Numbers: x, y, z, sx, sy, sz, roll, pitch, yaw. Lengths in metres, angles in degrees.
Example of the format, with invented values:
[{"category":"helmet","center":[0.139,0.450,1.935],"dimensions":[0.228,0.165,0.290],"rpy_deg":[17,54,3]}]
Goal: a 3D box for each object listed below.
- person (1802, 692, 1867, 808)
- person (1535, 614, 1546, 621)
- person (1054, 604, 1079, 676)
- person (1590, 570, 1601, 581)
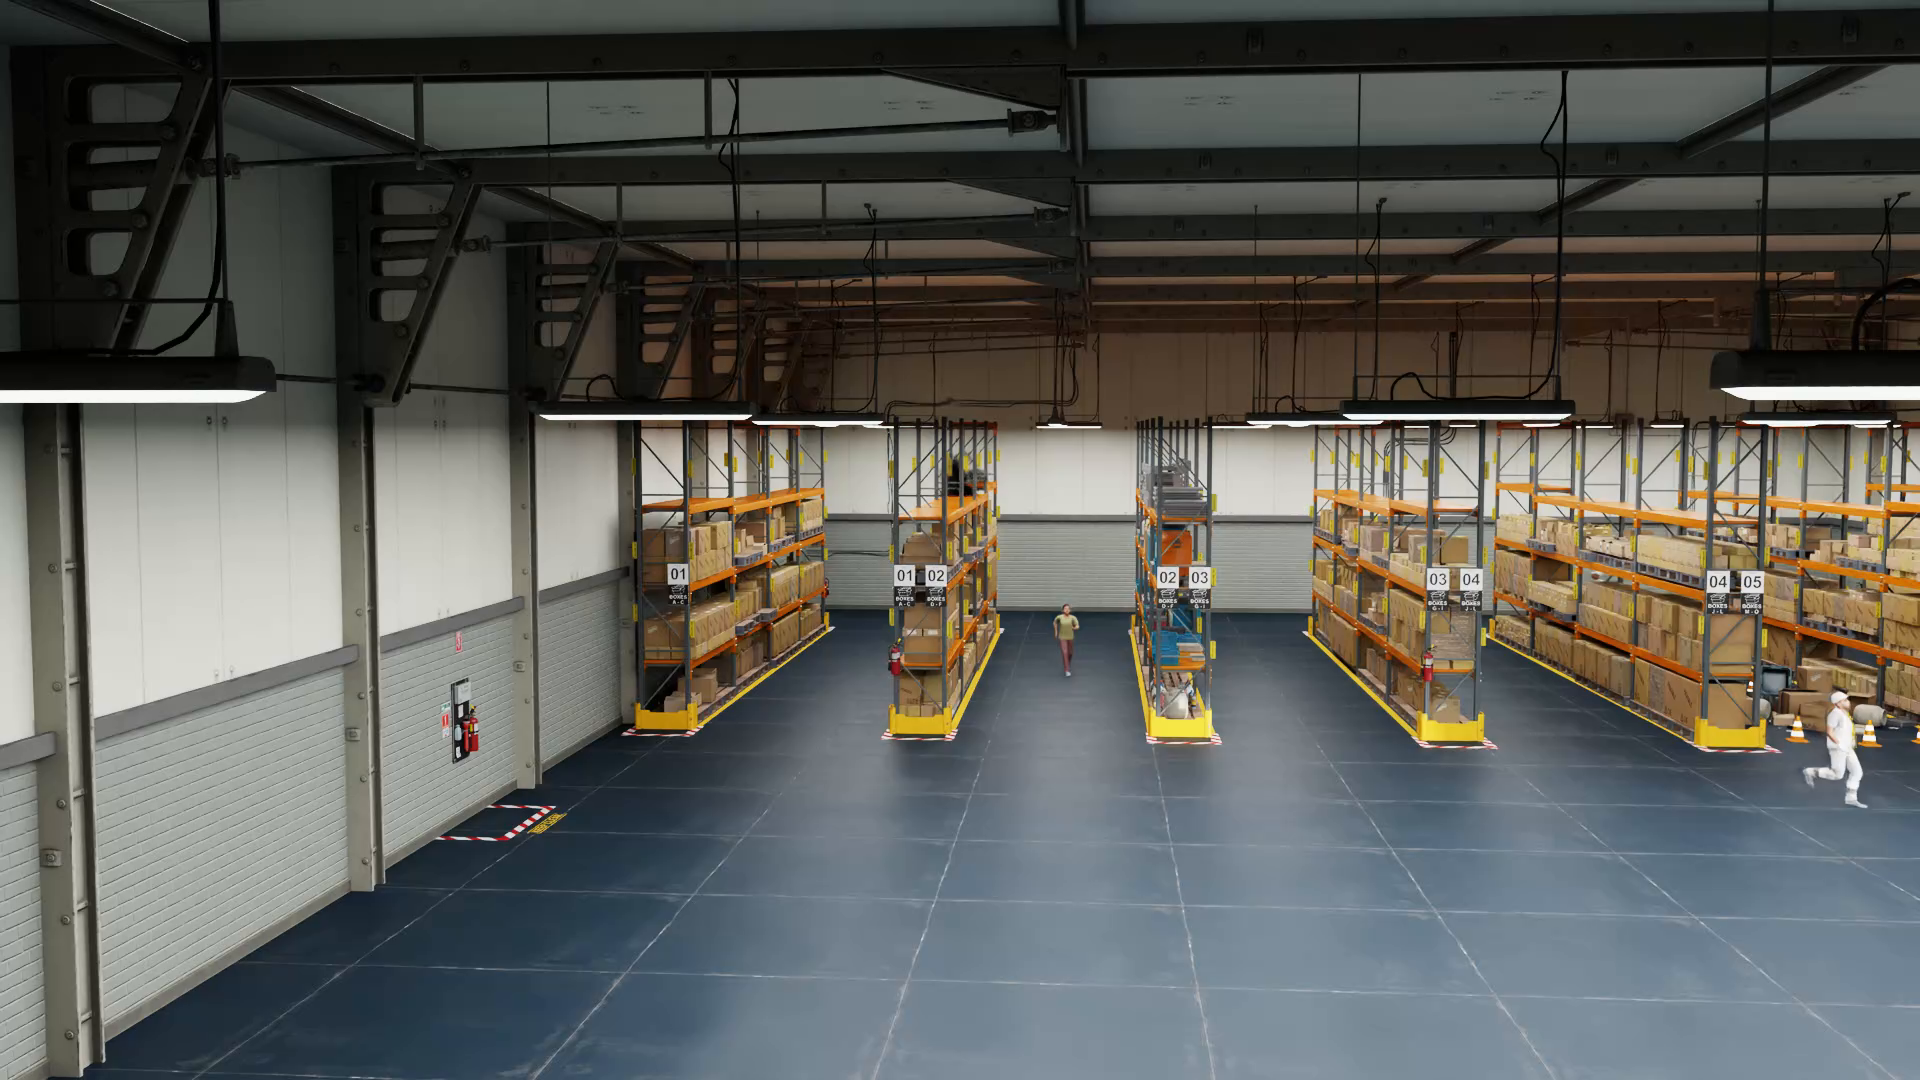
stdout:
[{"category":"person","center":[13.474,3.201,25.558],"dimensions":[0.655,1.752,0.897],"rpy_deg":[-3,5,-43]},{"category":"person","center":[16.661,1.757,47.853],"dimensions":[0.656,1.734,0.644],"rpy_deg":[-1,4,-11]},{"category":"person","center":[2.503,2.318,39.007],"dimensions":[0.576,1.652,0.947],"rpy_deg":[0,4,-4]},{"category":"person","center":[18.136,1.735,47.428],"dimensions":[0.826,1.807,0.687],"rpy_deg":[0,4,7]}]
